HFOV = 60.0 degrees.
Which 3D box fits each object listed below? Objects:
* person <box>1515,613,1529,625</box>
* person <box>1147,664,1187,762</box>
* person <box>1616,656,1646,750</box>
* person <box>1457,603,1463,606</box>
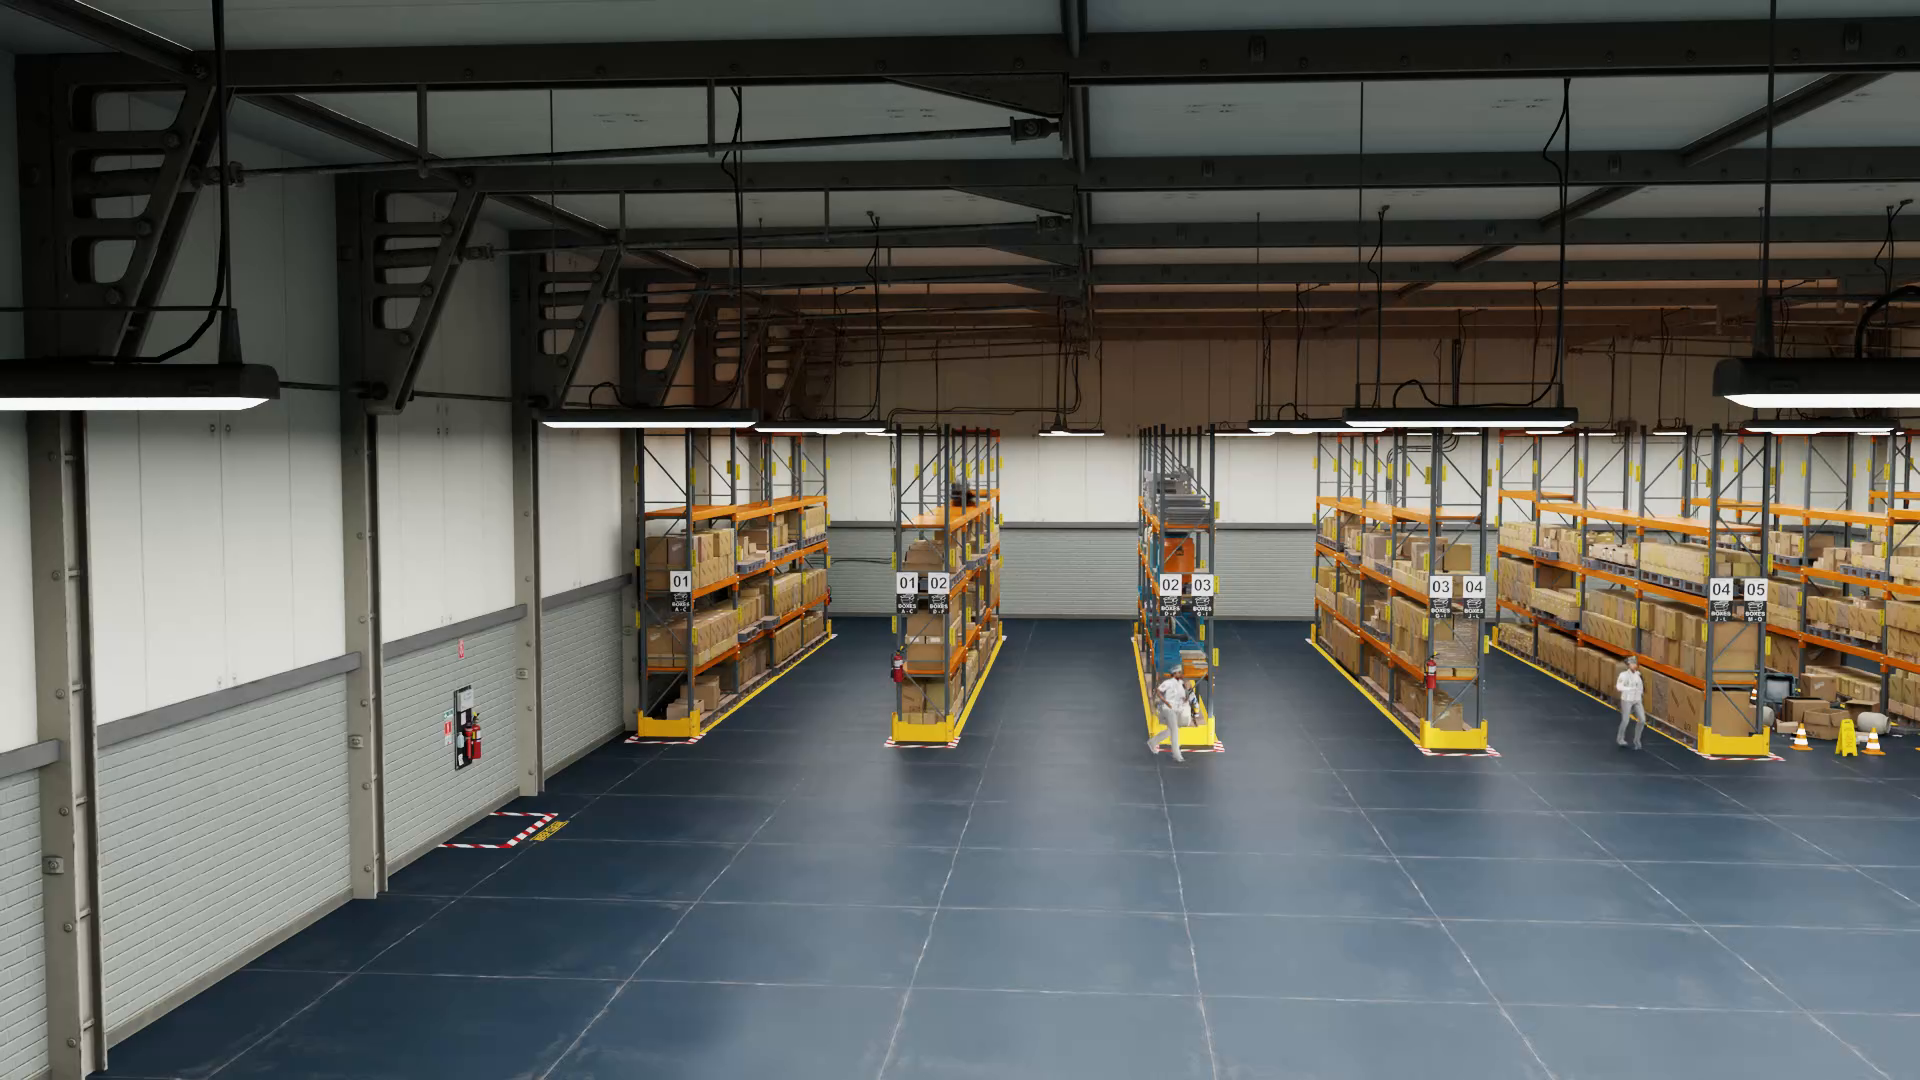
[{"bbox_3d":[16.065,1.959,47.502,0.870,1.736,0.662,3,5,40],"label":"person"},{"bbox_3d":[3.817,3.083,29.901,0.853,1.714,0.604,3,5,43],"label":"person"},{"bbox_3d":[12.412,3.018,30.717,0.612,1.766,0.638,0,4,-8],"label":"person"},{"bbox_3d":[13.520,2.142,45.226,0.709,1.680,0.616,1,4,10],"label":"person"}]
